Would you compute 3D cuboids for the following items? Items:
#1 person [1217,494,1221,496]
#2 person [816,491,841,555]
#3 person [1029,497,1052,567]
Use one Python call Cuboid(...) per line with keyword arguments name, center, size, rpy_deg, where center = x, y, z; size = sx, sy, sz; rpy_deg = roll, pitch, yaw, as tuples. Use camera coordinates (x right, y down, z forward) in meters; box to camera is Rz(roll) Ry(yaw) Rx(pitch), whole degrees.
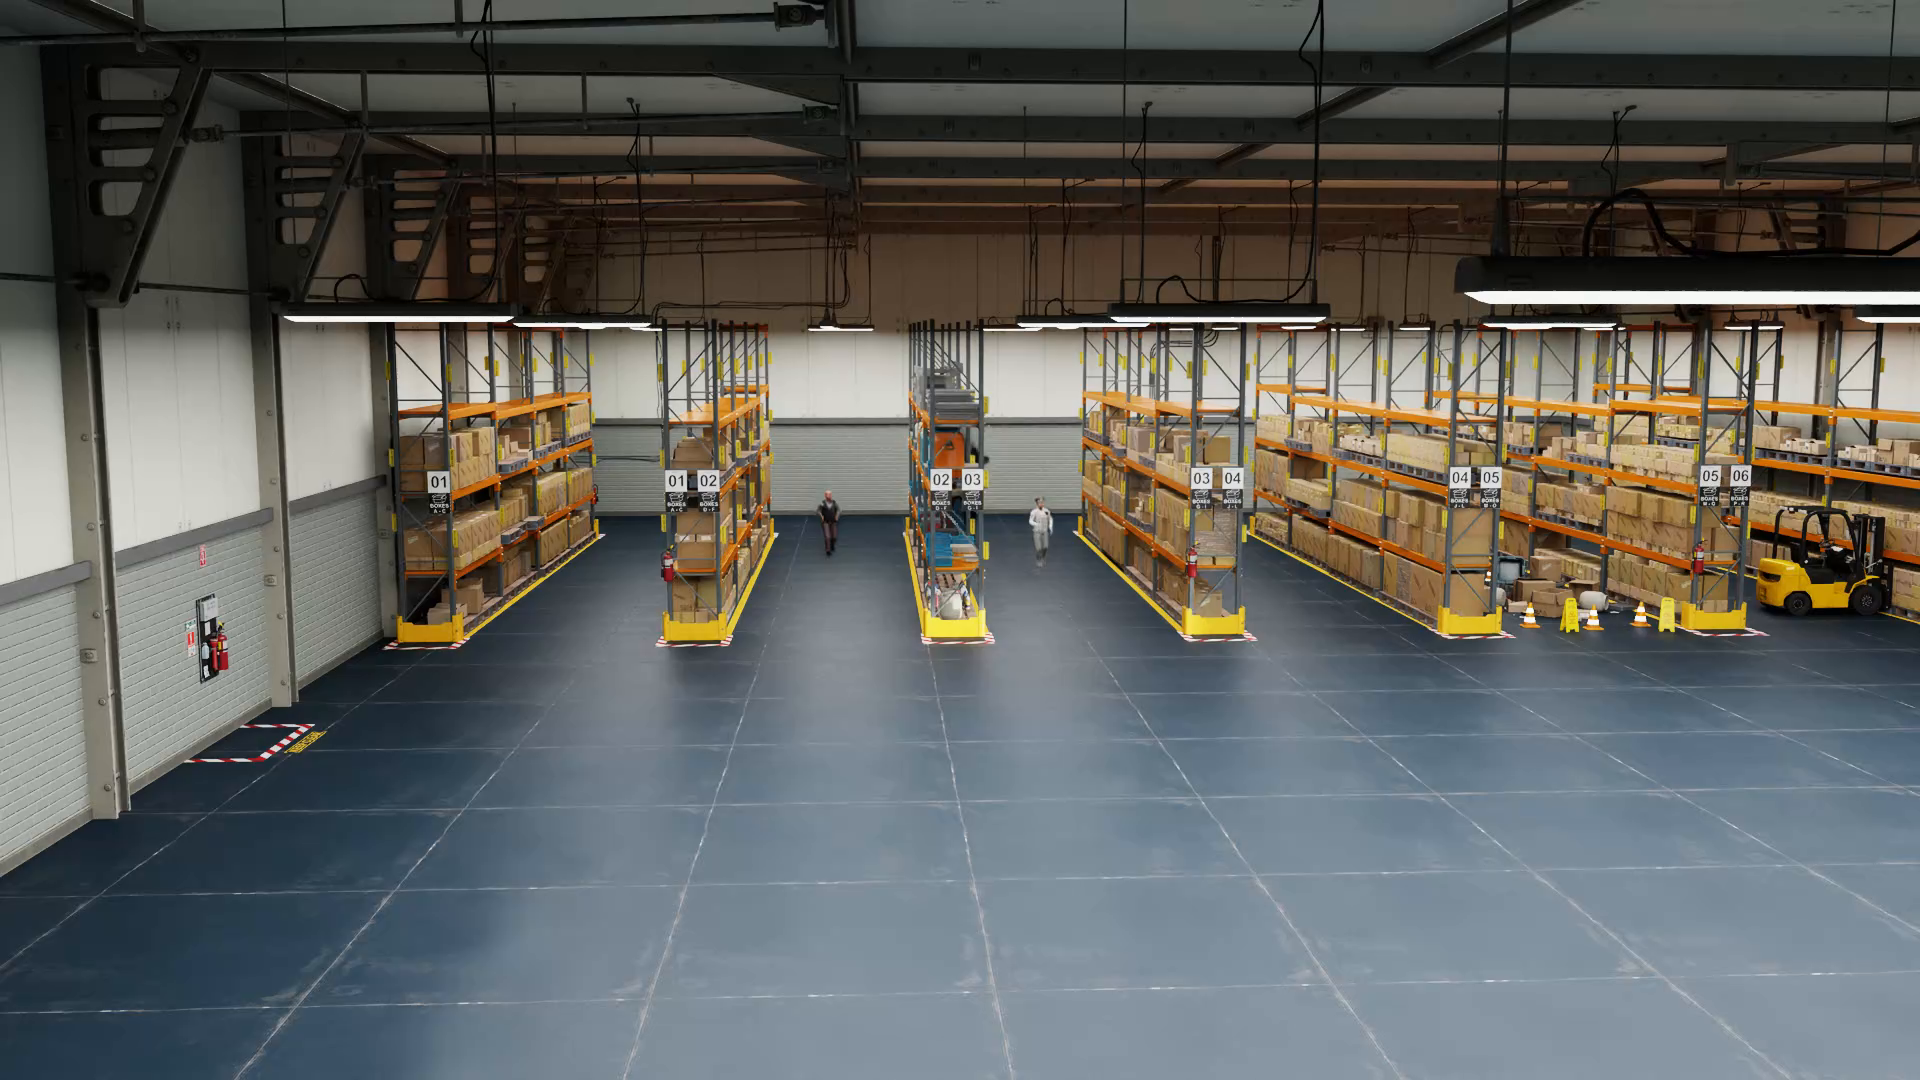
Cuboid(name="person", center=(7.158, -0.958, 47.683), size=(0.634, 1.630, 0.568), rpy_deg=(6, 9, 39))
Cuboid(name="person", center=(-3.410, -0.446, 43.245), size=(0.657, 1.672, 0.609), rpy_deg=(-2, 7, -14))
Cuboid(name="person", center=(1.900, -0.186, 38.994), size=(0.558, 1.664, 0.569), rpy_deg=(-1, 7, -8))
